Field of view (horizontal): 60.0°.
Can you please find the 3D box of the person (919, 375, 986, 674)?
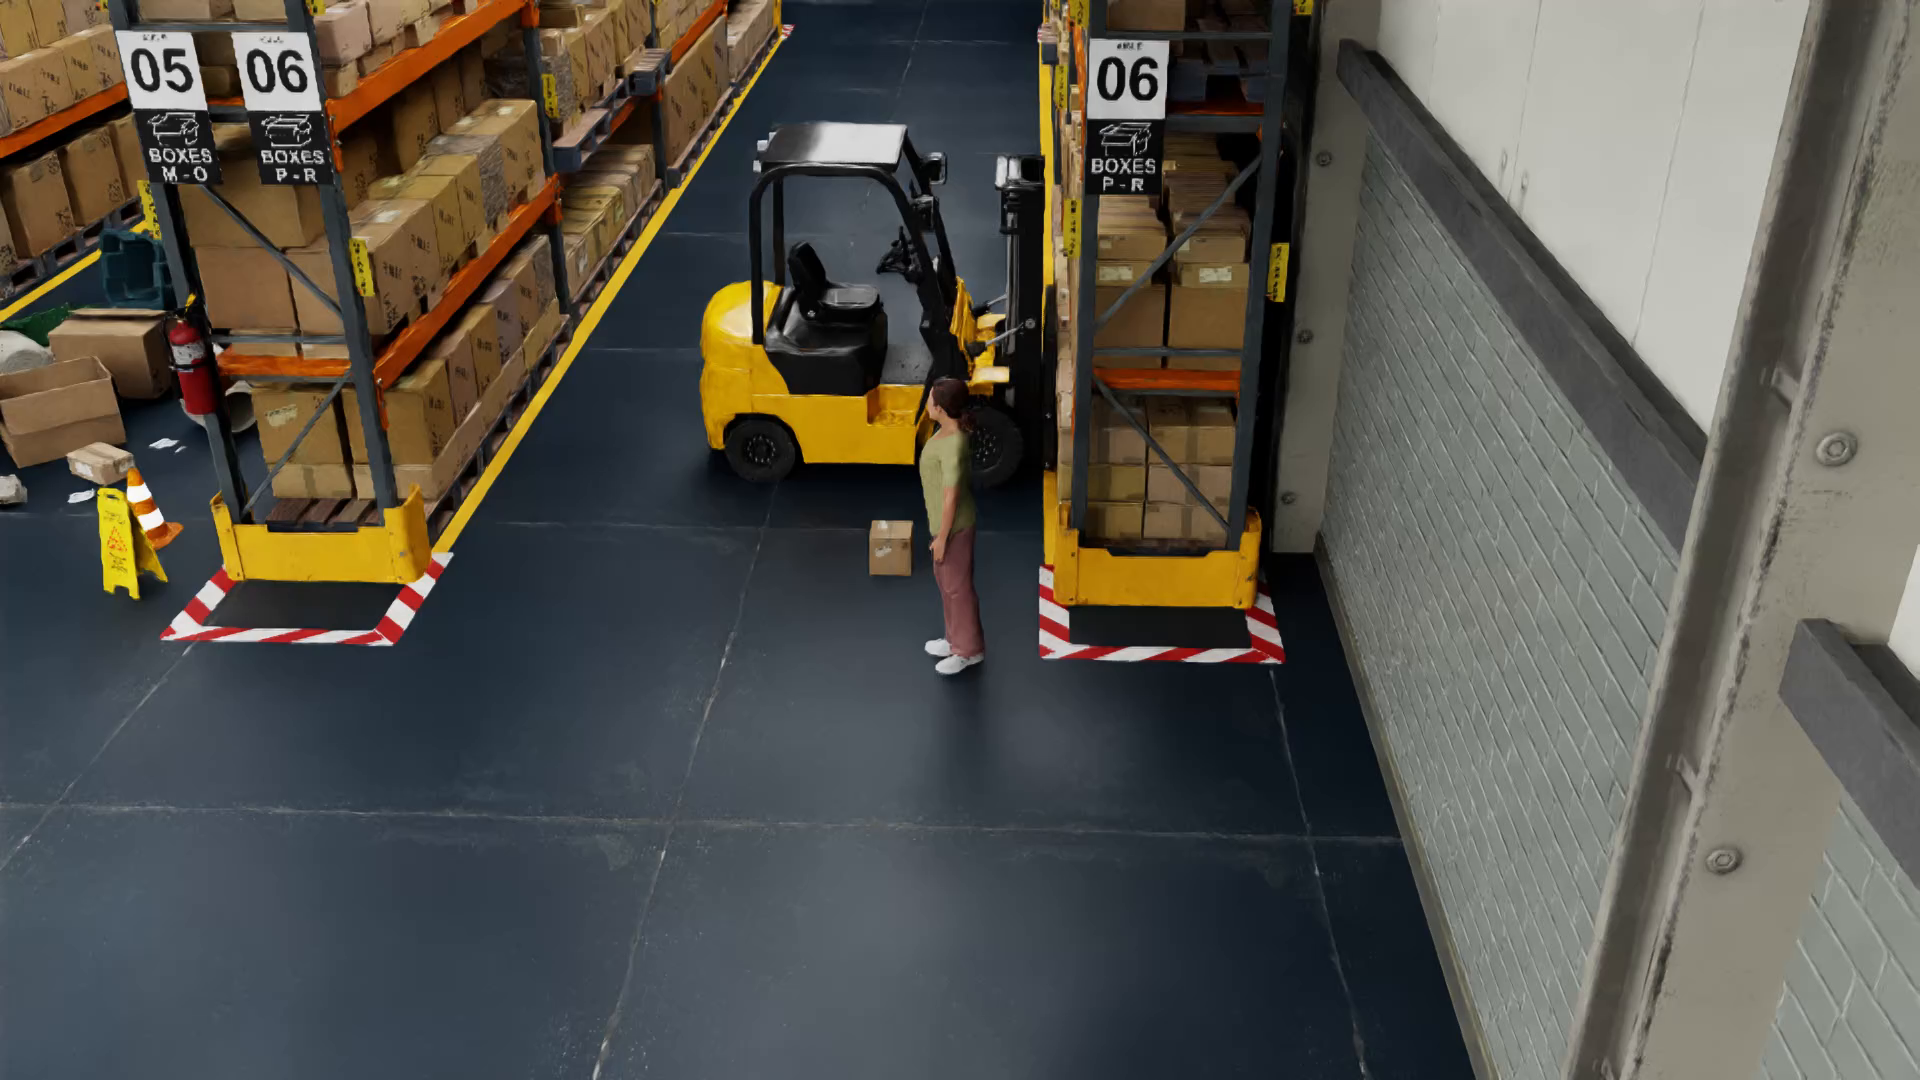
[{"bbox_3d":[-0.035,-0.075,8.742,0.355,1.680,0.473,0,28,0],"label":"person"}]
